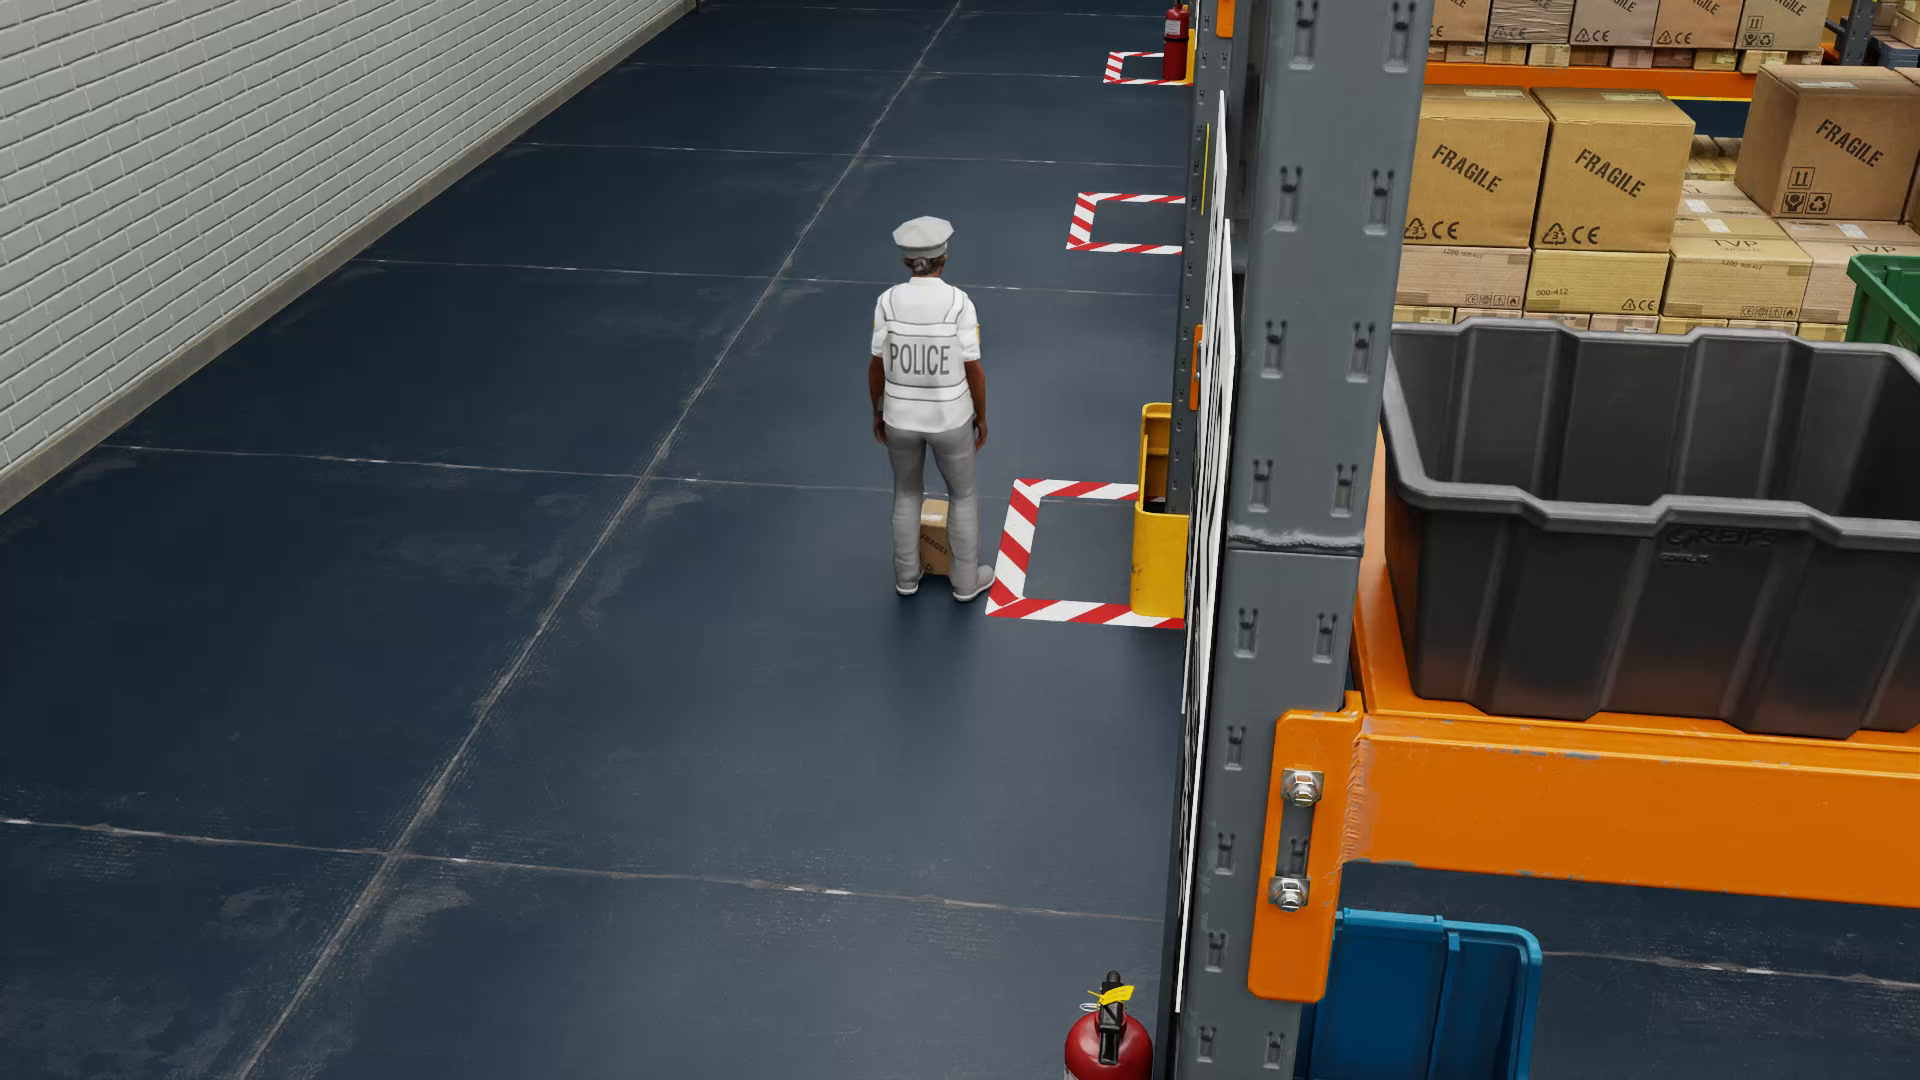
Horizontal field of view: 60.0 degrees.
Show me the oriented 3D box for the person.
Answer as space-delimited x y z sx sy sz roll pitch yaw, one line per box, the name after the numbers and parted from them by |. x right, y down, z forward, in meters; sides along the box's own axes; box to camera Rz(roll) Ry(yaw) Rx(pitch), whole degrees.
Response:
-0.118 -0.517 7.076 0.530 1.657 0.398 5 29 9 | person
